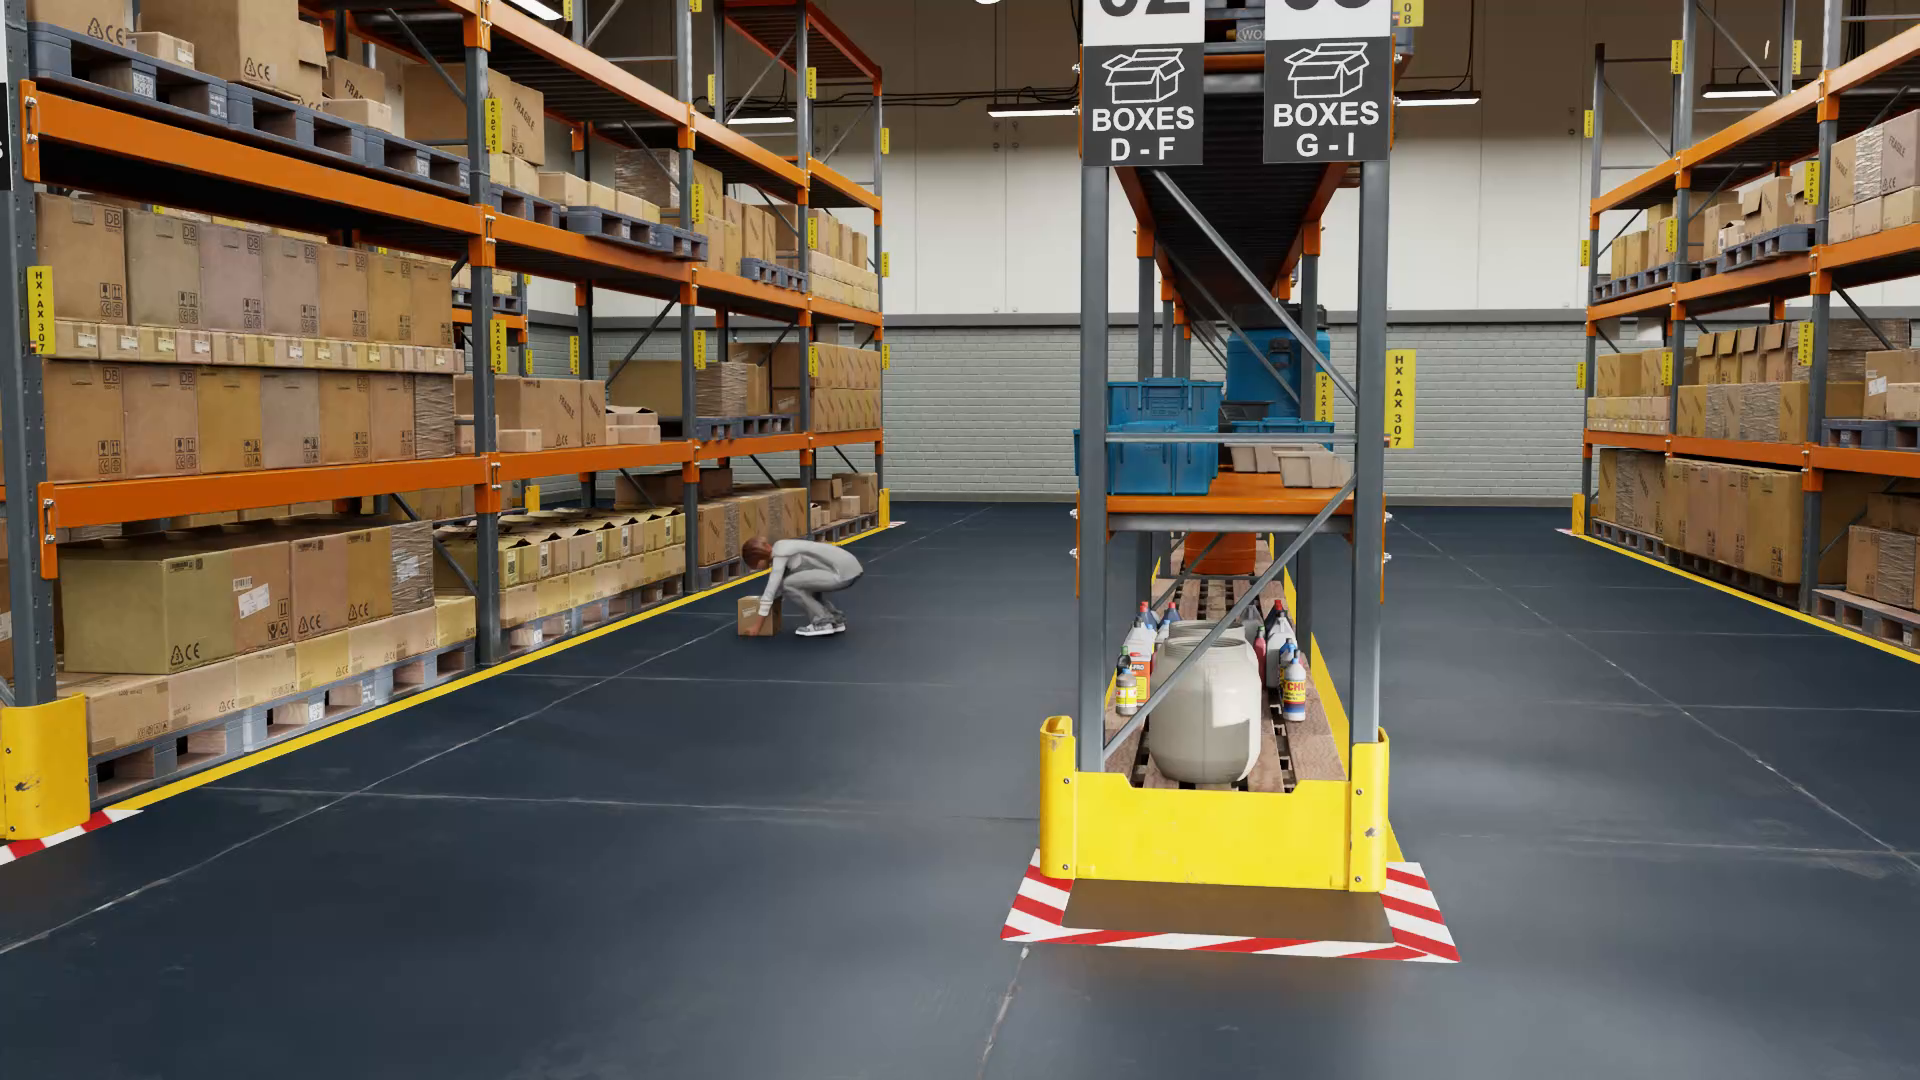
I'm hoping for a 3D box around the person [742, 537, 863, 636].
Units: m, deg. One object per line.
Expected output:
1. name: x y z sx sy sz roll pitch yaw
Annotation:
1. person: -1.113 0.345 11.751 0.854 0.699 0.422 1 5 7
